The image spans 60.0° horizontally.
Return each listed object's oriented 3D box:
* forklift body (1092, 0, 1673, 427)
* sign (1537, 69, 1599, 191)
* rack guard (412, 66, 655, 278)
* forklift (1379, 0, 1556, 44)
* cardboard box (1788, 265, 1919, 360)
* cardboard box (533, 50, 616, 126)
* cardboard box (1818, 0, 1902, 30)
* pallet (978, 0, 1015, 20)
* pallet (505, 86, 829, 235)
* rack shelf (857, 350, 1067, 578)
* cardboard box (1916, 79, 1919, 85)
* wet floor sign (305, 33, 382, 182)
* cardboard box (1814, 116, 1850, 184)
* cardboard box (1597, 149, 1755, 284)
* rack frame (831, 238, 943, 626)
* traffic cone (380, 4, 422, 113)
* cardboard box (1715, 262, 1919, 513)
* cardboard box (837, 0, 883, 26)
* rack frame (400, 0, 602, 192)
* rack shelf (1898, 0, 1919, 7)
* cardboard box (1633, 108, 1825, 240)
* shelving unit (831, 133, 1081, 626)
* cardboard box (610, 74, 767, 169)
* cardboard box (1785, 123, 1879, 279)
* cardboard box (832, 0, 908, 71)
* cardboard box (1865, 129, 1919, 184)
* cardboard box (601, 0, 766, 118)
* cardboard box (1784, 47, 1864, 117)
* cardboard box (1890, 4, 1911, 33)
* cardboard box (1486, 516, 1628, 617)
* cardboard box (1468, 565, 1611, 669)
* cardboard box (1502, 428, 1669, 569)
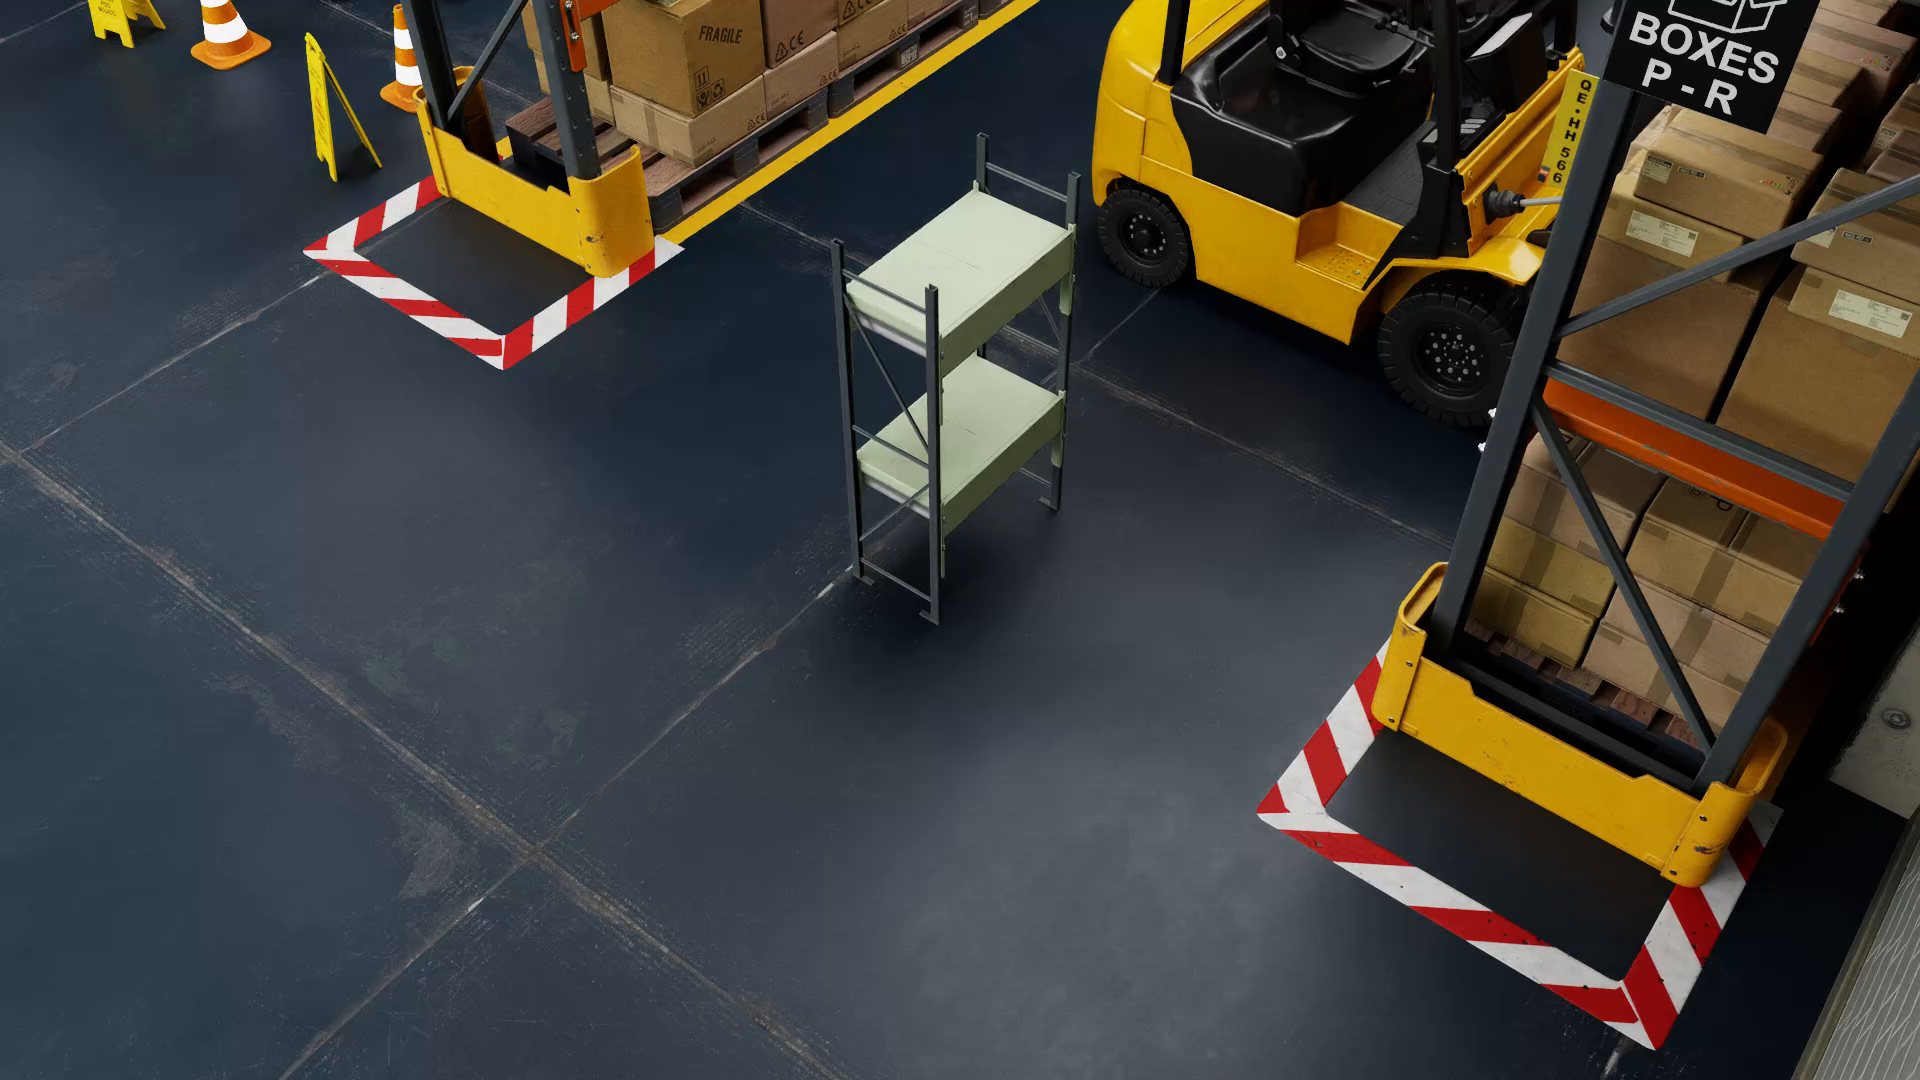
[{"bbox_3d":[1.679,-1.896,6.573,2.313,2.155,1.214,29,53,25],"label":"forklift body"},{"bbox_3d":[1.543,-1.027,4.192,0.100,0.325,0.005,29,53,25],"label":"sign"},{"bbox_3d":[-1.920,-1.669,7.499,1.175,0.500,0.348,29,53,25],"label":"rack guard"},{"bbox_3d":[2.535,-3.865,7.915,1.130,2.935,3.031,29,53,25],"label":"forklift"},{"bbox_3d":[2.376,-0.635,4.265,0.380,0.149,0.250,28,52,24],"label":"cardboard box"},{"bbox_3d":[-1.671,-2.280,7.965,0.500,0.250,0.500,29,53,25],"label":"cardboard box"},{"bbox_3d":[2.563,-1.581,4.962,0.380,0.149,0.250,30,53,26],"label":"cardboard box"},{"bbox_3d":[0.096,-3.415,9.366,1.003,0.211,1.213,29,53,25],"label":"pallet"},{"bbox_3d":[-1.396,-2.019,8.033,1.003,0.211,1.213,29,53,25],"label":"pallet"},{"bbox_3d":[-0.004,-0.289,5.940,0.431,0.370,0.720,29,53,25],"label":"rack shelf"},{"bbox_3d":[2.838,-1.183,4.583,0.380,0.149,0.250,29,53,25],"label":"cardboard box"},{"bbox_3d":[-2.930,-2.041,7.753,0.232,0.644,0.267,-25,51,-22],"label":"wet floor sign"},{"bbox_3d":[2.294,-1.159,4.765,0.380,0.149,0.250,30,53,26],"label":"cardboard box"},{"bbox_3d":[1.954,-0.878,4.497,0.380,0.149,0.250,30,53,25],"label":"cardboard box"},{"bbox_3d":[-0.228,-0.305,5.504,0.400,1.500,0.023,29,53,25],"label":"rack frame"},{"bbox_3d":[-2.725,-2.429,8.251,0.336,0.463,0.334,29,53,25],"label":"traffic cone"},{"bbox_3d":[2.486,-0.492,4.577,0.500,0.500,0.500,31,54,26],"label":"cardboard box"},{"bbox_3d":[-0.611,-2.881,8.021,0.500,0.500,0.500,30,53,26],"label":"cardboard box"},{"bbox_3d":[-1.967,-2.489,6.554,1.000,3.000,0.127,29,53,25],"label":"rack frame"},{"bbox_3d":[3.186,-2.229,4.728,1.077,0.370,4.000,29,53,25],"label":"rack shelf"},{"bbox_3d":[2.016,-0.957,4.366,0.380,0.149,0.250,29,53,25],"label":"cardboard box"},{"bbox_3d":[-0.004,-0.514,5.704,0.431,1.500,0.755,29,53,25],"label":"shelving unit"},{"bbox_3d":[-1.255,-2.024,7.720,0.500,0.250,0.500,29,53,25],"label":"cardboard box"},{"bbox_3d":[2.381,-1.022,5.083,0.500,0.500,0.500,31,54,26],"label":"cardboard box"},{"bbox_3d":[-0.613,-2.631,8.300,0.500,0.250,0.500,33,54,27],"label":"cardboard box"},{"bbox_3d":[2.550,-0.881,4.293,0.380,0.149,0.250,31,54,26],"label":"cardboard box"},{"bbox_3d":[-1.241,-2.297,7.462,0.500,0.500,0.500,28,52,24],"label":"cardboard box"},{"bbox_3d":[2.280,-1.273,4.668,0.380,0.149,0.250,30,53,26],"label":"cardboard box"},{"bbox_3d":[2.719,-1.623,5.208,0.380,0.149,0.250,30,53,25],"label":"cardboard box"},{"bbox_3d":[2.014,-0.082,5.519,0.500,0.250,0.500,29,53,25],"label":"cardboard box"},{"bbox_3d":[2.001,0.099,5.692,0.500,0.250,0.500,30,53,25],"label":"cardboard box"},{"bbox_3d":[1.998,-0.239,5.324,0.500,0.250,0.500,31,54,26],"label":"cardboard box"}]
